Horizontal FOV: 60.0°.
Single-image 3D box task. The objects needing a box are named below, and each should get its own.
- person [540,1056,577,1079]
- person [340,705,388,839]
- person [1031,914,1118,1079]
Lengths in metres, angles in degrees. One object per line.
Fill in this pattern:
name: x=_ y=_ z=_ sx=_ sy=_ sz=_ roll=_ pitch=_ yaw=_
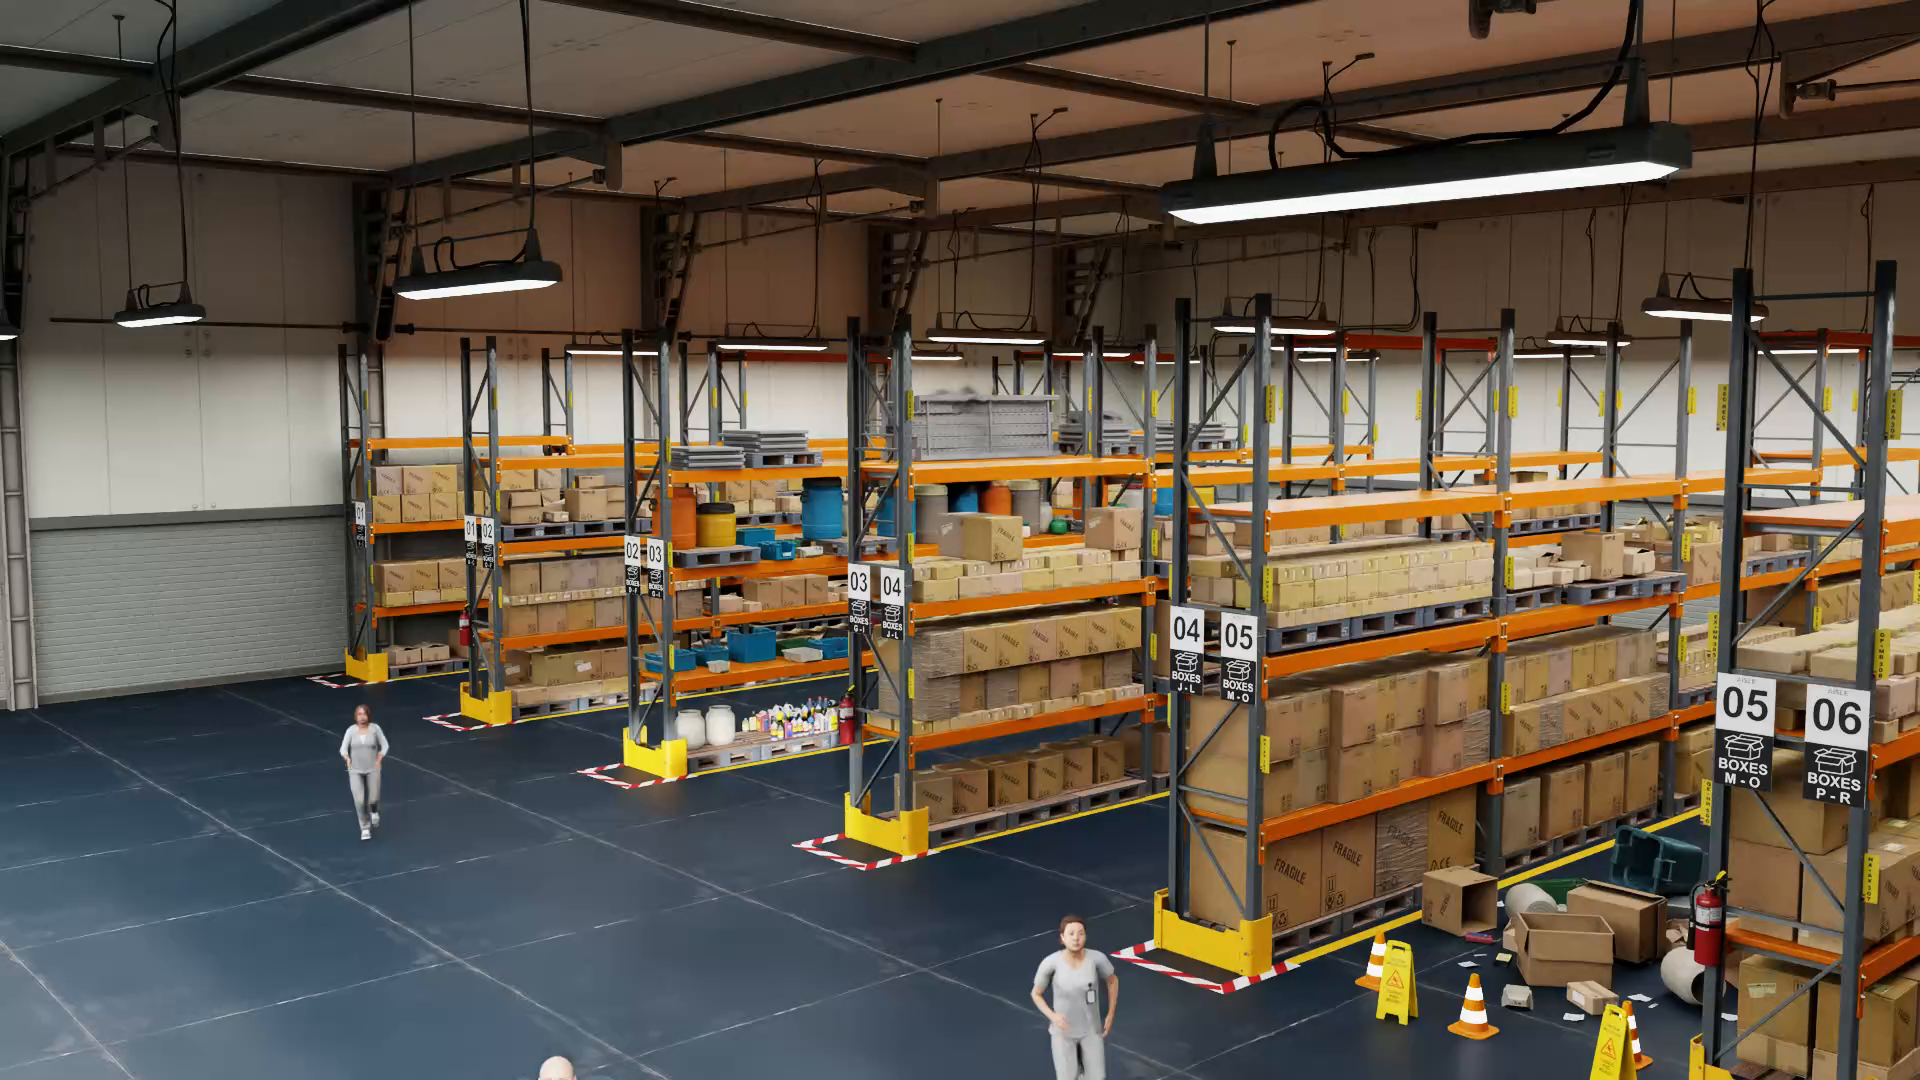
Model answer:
person: x=-2.051 y=3.494 z=8.495 sx=0.703 sy=1.749 sz=1.059 roll=-1 pitch=5 yaw=-13
person: x=-6.880 y=2.682 z=19.208 sx=0.532 sy=1.531 sz=0.560 roll=-2 pitch=5 yaw=-17
person: x=0.788 y=3.347 z=11.293 sx=0.613 sy=1.635 sz=0.560 roll=0 pitch=5 yaw=-5
